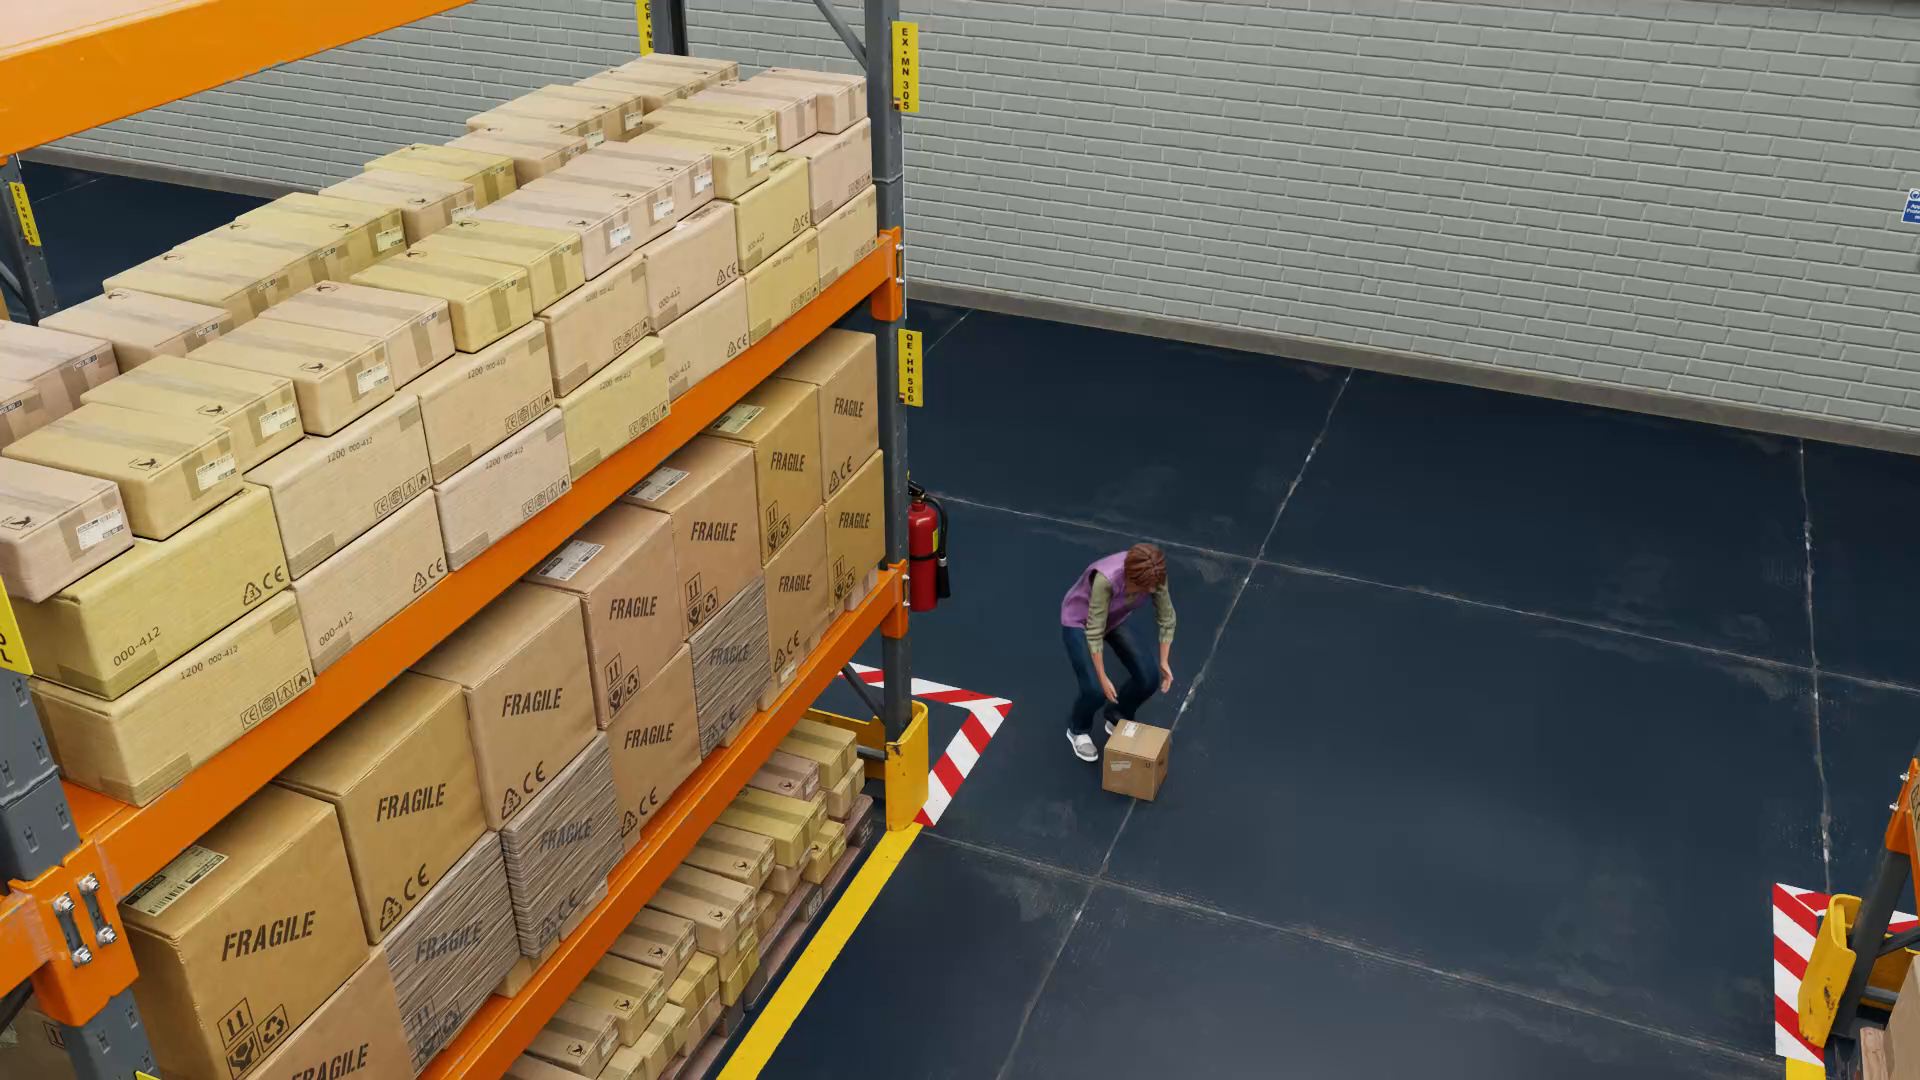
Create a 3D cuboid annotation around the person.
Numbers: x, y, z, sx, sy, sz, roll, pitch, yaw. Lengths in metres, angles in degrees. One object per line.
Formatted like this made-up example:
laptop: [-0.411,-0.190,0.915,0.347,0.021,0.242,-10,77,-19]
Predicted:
person: [0.755,0.502,7.926,0.462,1.204,0.673,-11,32,-18]
